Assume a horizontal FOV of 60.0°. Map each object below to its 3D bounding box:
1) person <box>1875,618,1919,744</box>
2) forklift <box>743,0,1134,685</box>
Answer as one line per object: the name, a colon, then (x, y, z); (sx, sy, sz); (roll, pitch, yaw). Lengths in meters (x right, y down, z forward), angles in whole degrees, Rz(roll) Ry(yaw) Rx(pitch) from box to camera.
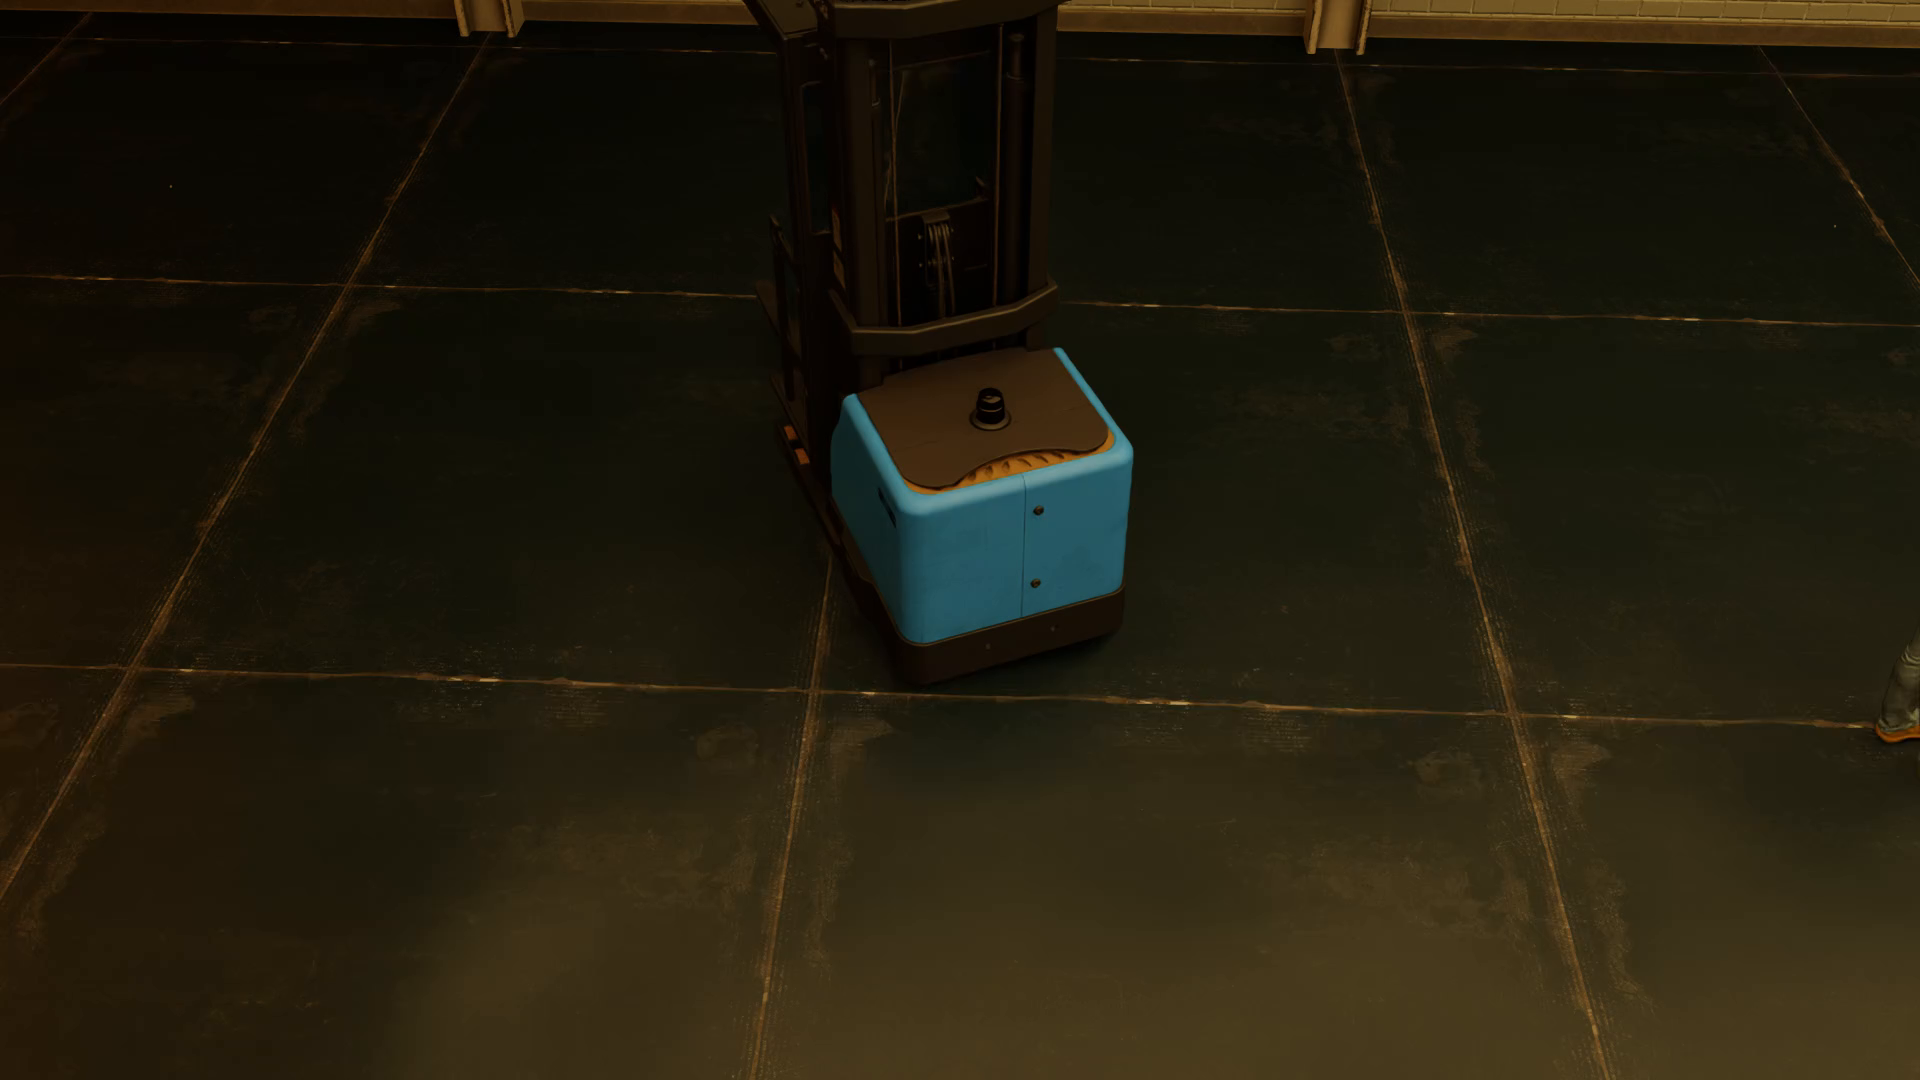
person: (3.985, 0.178, 6.401); (0.577, 1.766, 0.665); (-2, 42, -2)
forklift: (-0.275, -1.468, 7.350); (1.130, 2.935, 3.031); (-14, 44, -15)
